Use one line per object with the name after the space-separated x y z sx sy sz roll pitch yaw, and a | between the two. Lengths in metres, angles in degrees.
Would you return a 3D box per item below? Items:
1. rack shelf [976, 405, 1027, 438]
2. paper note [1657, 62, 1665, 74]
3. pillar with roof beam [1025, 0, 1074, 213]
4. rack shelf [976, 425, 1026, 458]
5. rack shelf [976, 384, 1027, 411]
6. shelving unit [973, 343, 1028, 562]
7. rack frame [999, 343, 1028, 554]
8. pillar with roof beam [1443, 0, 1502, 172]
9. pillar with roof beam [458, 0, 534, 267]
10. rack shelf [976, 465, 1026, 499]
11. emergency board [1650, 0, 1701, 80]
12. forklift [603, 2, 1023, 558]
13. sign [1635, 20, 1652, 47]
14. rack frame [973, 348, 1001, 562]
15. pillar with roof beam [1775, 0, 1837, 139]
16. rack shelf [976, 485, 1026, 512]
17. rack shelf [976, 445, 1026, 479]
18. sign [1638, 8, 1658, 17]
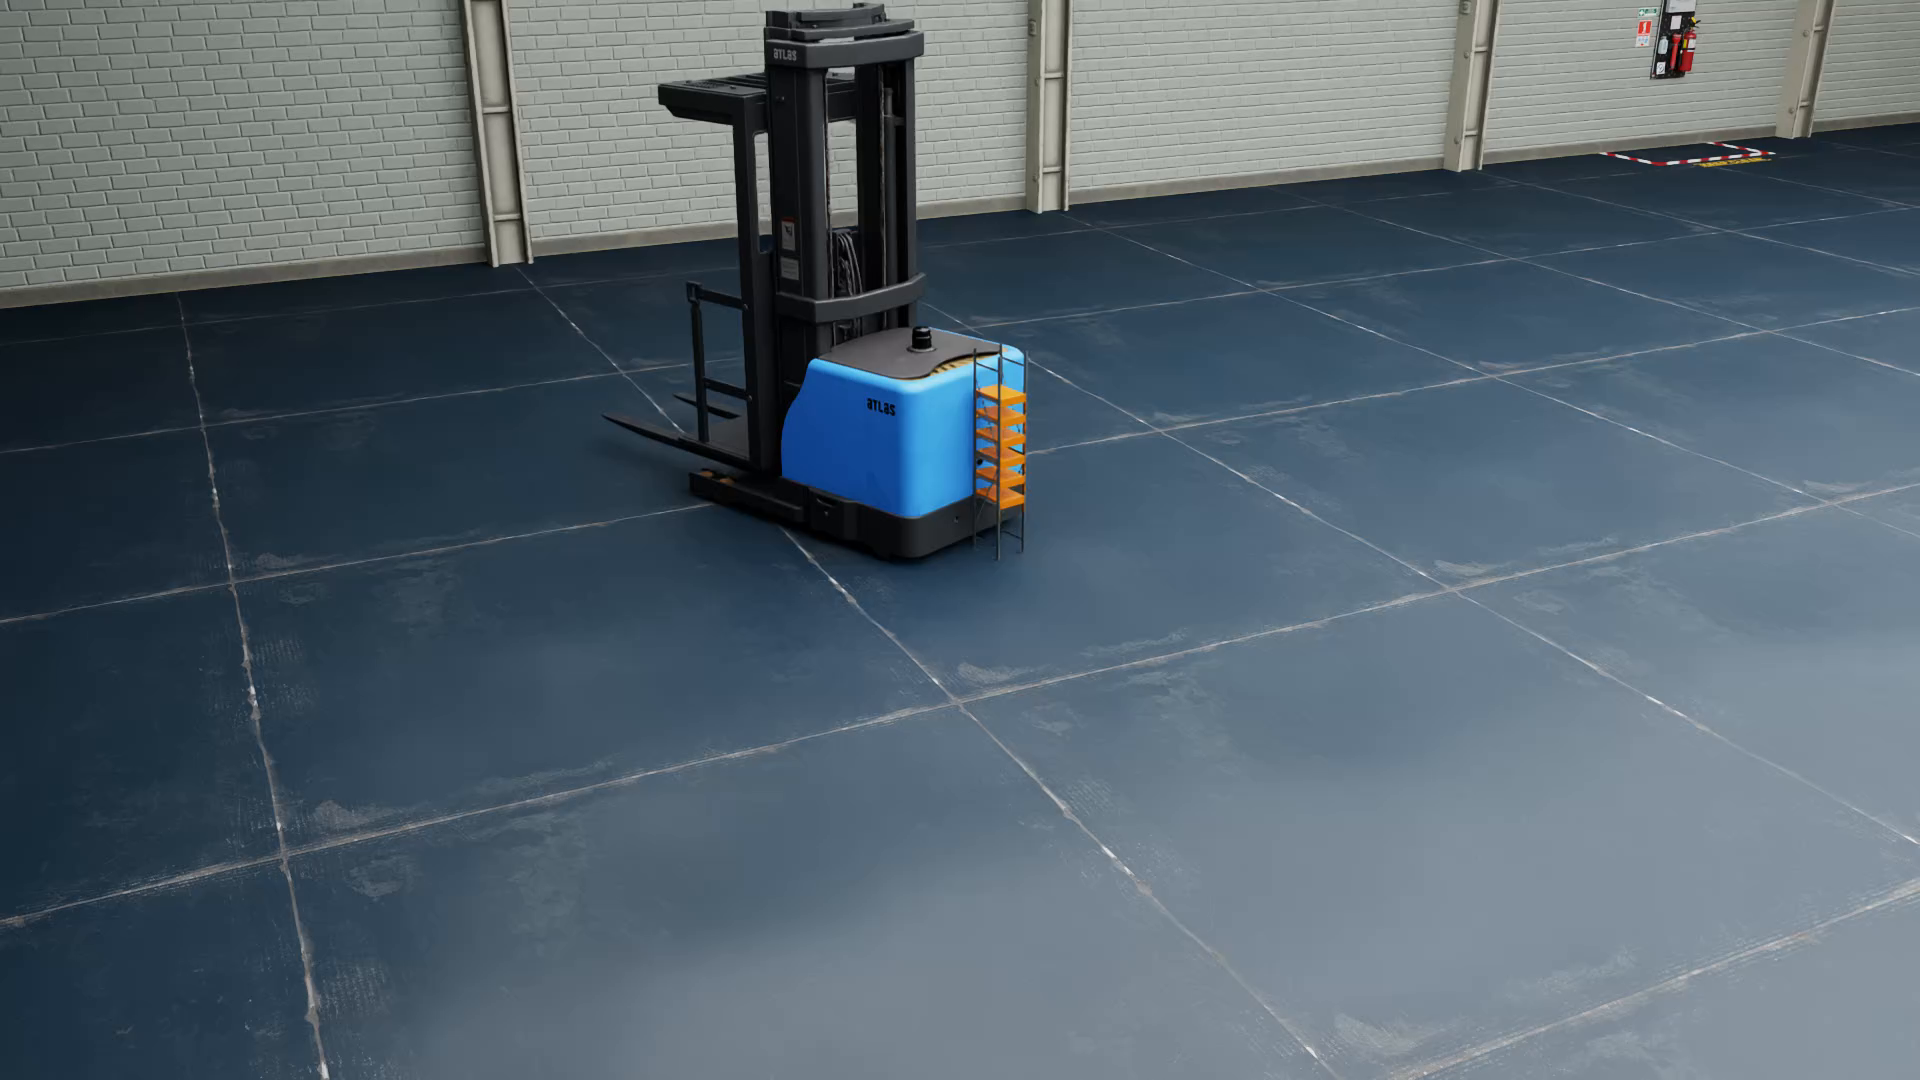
0.222 -0.670 9.288 0.180 0.103 0.258 -16 27 -34 | rack shelf
9.360 -6.299 22.197 0.142 0.148 0.016 -10 25 -24 | paper note
2.847 -6.406 13.461 0.400 9.000 9.100 -10 25 -24 | pillar with roof beam
0.222 -0.559 9.334 0.180 0.103 0.258 -16 27 -34 | rack shelf
0.222 -0.781 9.242 0.180 0.103 0.258 -16 27 -34 | rack shelf
0.222 -0.489 9.363 0.189 1.200 0.258 -16 27 -34 | shelving unit
0.295 -0.510 9.413 0.006 1.200 0.240 -16 27 -34 | rack frame
8.253 -7.401 15.865 0.400 9.000 9.100 -10 25 -24 | pillar with roof beam
-2.560 -5.411 11.056 0.400 9.000 9.100 -10 25 -24 | pillar with roof beam
0.222 -0.337 9.426 0.180 0.103 0.258 -16 27 -34 | rack shelf
9.549 -6.712 22.042 0.643 1.169 0.194 -10 25 -24 | emergency board
-1.055 -1.705 10.036 3.031 2.935 1.130 19 29 38 | forklift
9.006 -6.672 21.900 0.234 0.329 0.001 -10 25 -24 | sign
0.149 -0.468 9.312 0.006 1.200 0.240 -16 27 -34 | rack frame
13.659 -8.397 18.269 0.400 9.000 9.100 -10 25 -24 | pillar with roof beam
0.222 -0.226 9.471 0.180 0.103 0.258 -16 27 -34 | rack shelf
0.222 -0.448 9.380 0.180 0.103 0.258 -16 27 -34 | rack shelf
9.014 -6.915 21.793 0.331 0.109 0.001 -10 25 -24 | sign
